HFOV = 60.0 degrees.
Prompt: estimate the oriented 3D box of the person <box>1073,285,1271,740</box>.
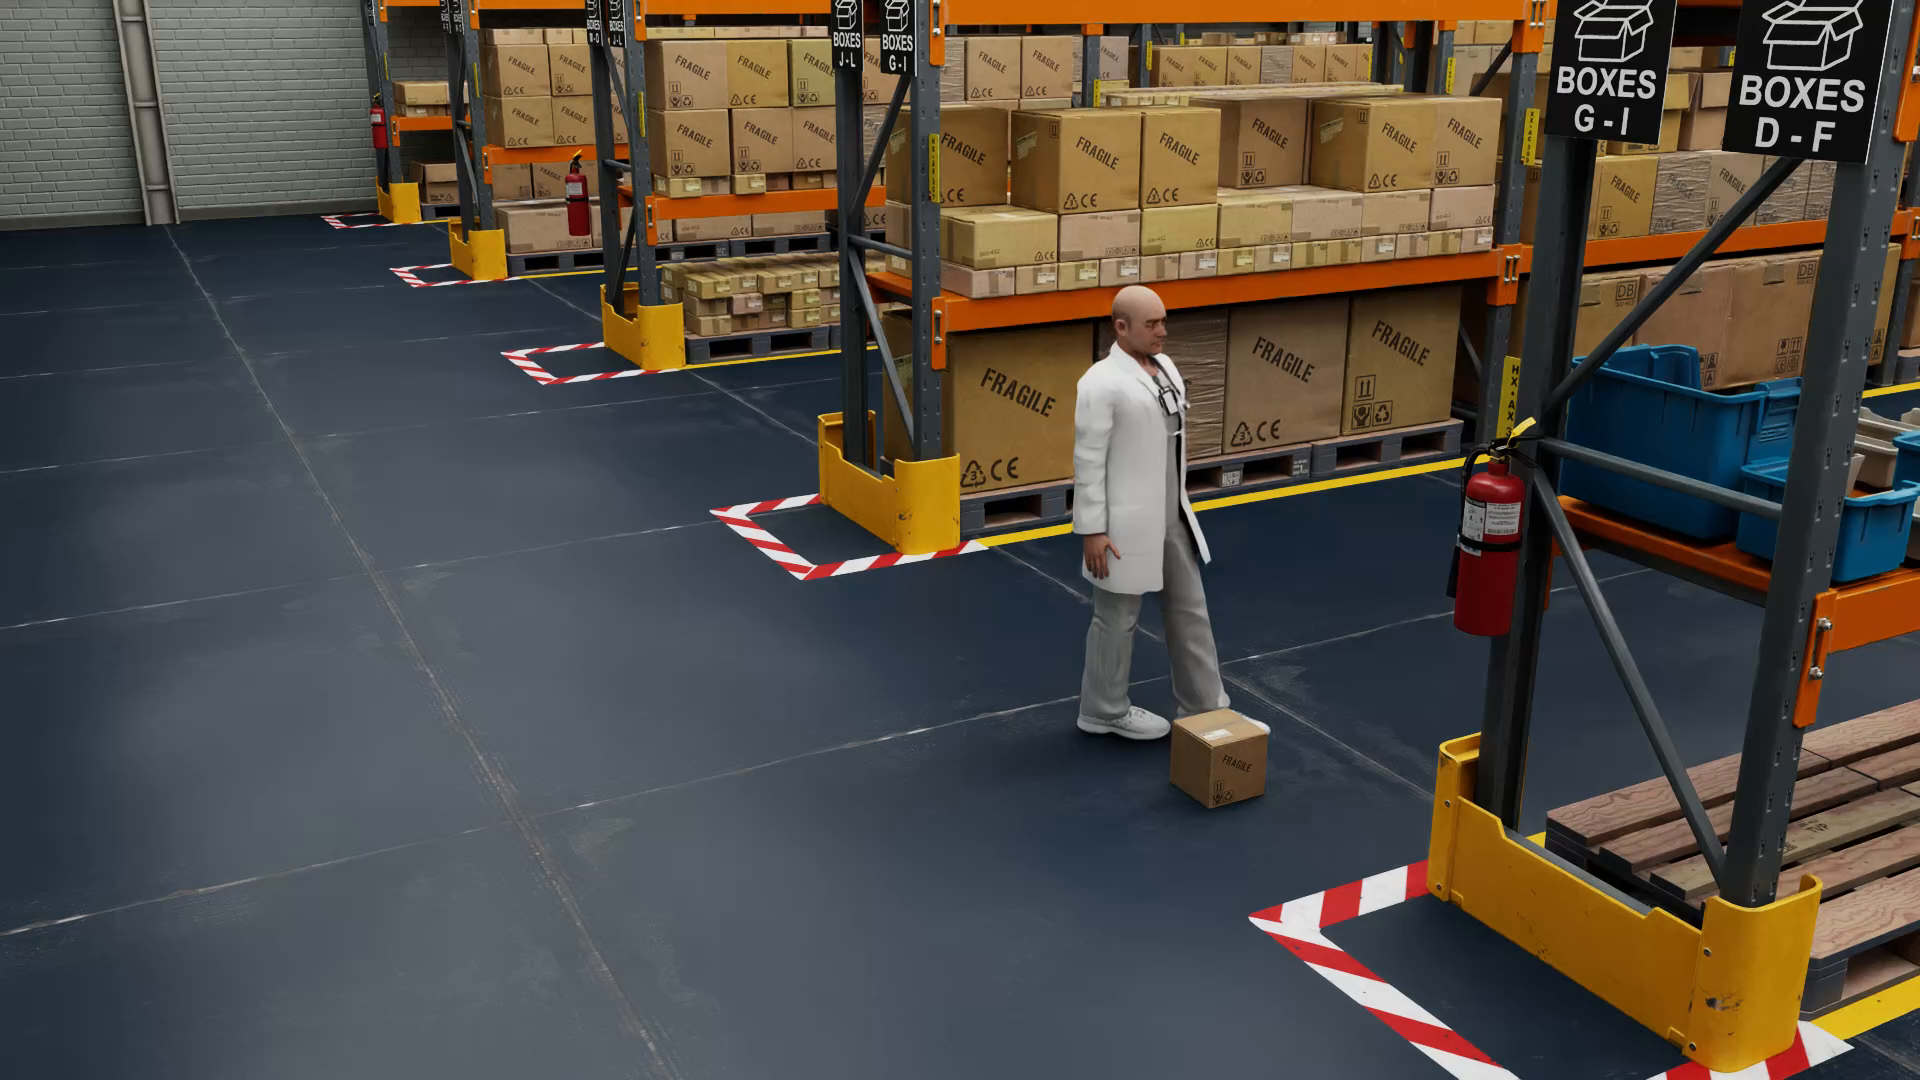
[{"bbox_3d":[0.793,-0.051,6.209,0.702,1.778,0.625,14,23,36],"label":"person"}]
